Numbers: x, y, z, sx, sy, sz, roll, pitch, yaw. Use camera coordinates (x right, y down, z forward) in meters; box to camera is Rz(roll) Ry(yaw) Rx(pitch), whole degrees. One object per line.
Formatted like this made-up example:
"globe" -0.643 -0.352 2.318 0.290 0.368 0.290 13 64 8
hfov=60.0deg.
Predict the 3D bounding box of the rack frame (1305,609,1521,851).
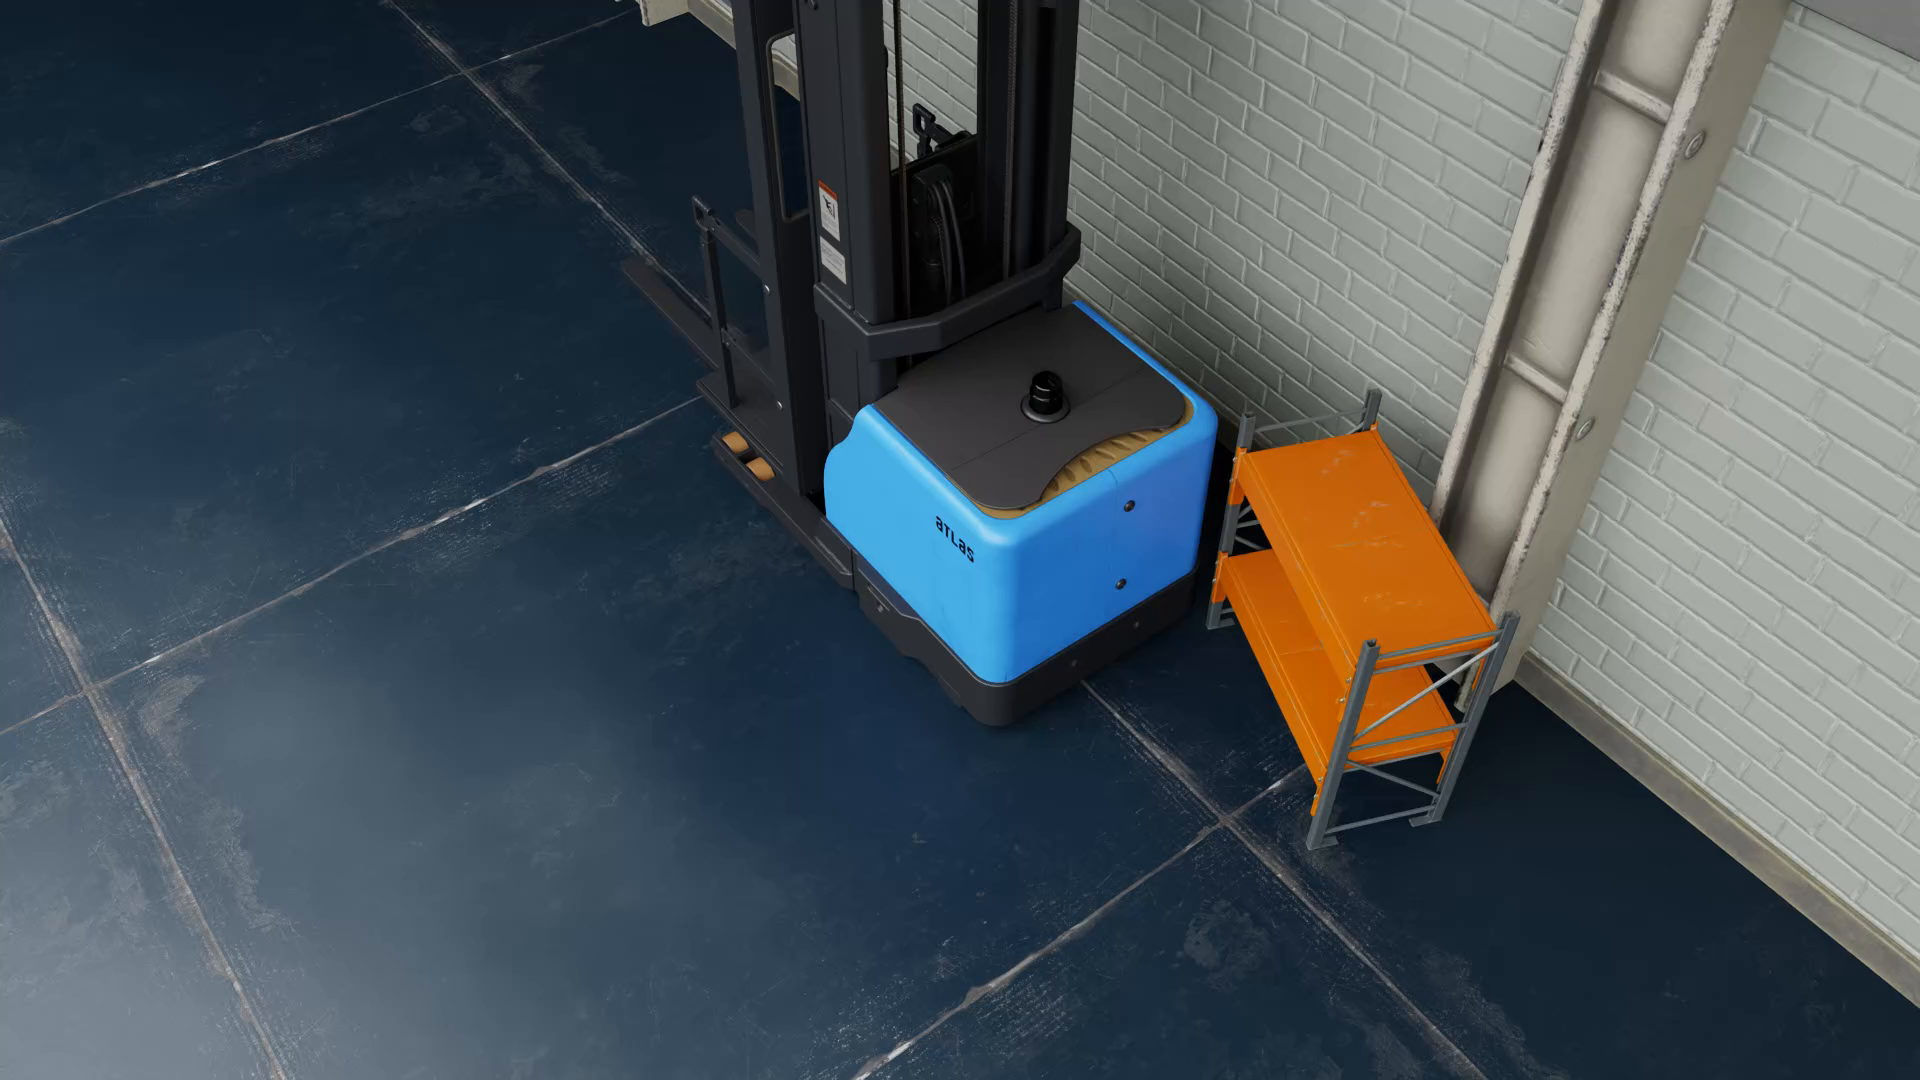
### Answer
"rack frame" 1.449 0.644 5.406 0.500 1.125 0.032 -11 49 -10

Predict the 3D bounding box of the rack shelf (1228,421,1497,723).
"rack shelf" 1.324 0.082 5.520 0.538 0.278 1.000 -11 49 -10

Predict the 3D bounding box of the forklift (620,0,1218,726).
"forklift" -0.378 -1.358 6.001 1.130 2.935 3.031 -29 54 -24

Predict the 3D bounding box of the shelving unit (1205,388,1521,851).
"shelving unit" 1.324 0.279 5.737 0.538 1.125 1.048 -11 49 -10

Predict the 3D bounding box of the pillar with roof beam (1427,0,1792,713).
"pillar with roof beam" -1.554 -0.632 1.248 9.100 9.000 0.400 -29 54 -24

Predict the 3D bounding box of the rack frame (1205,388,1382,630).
"rack frame" 1.198 -0.086 6.068 0.500 1.125 0.032 -11 49 -10

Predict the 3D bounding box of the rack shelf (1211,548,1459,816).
"rack shelf" 1.324 0.443 5.918 0.538 0.278 1.000 -11 49 -10

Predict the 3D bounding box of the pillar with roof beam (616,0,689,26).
"pillar with roof beam" -5.187 -4.170 4.455 9.100 9.000 0.400 -29 54 -24
